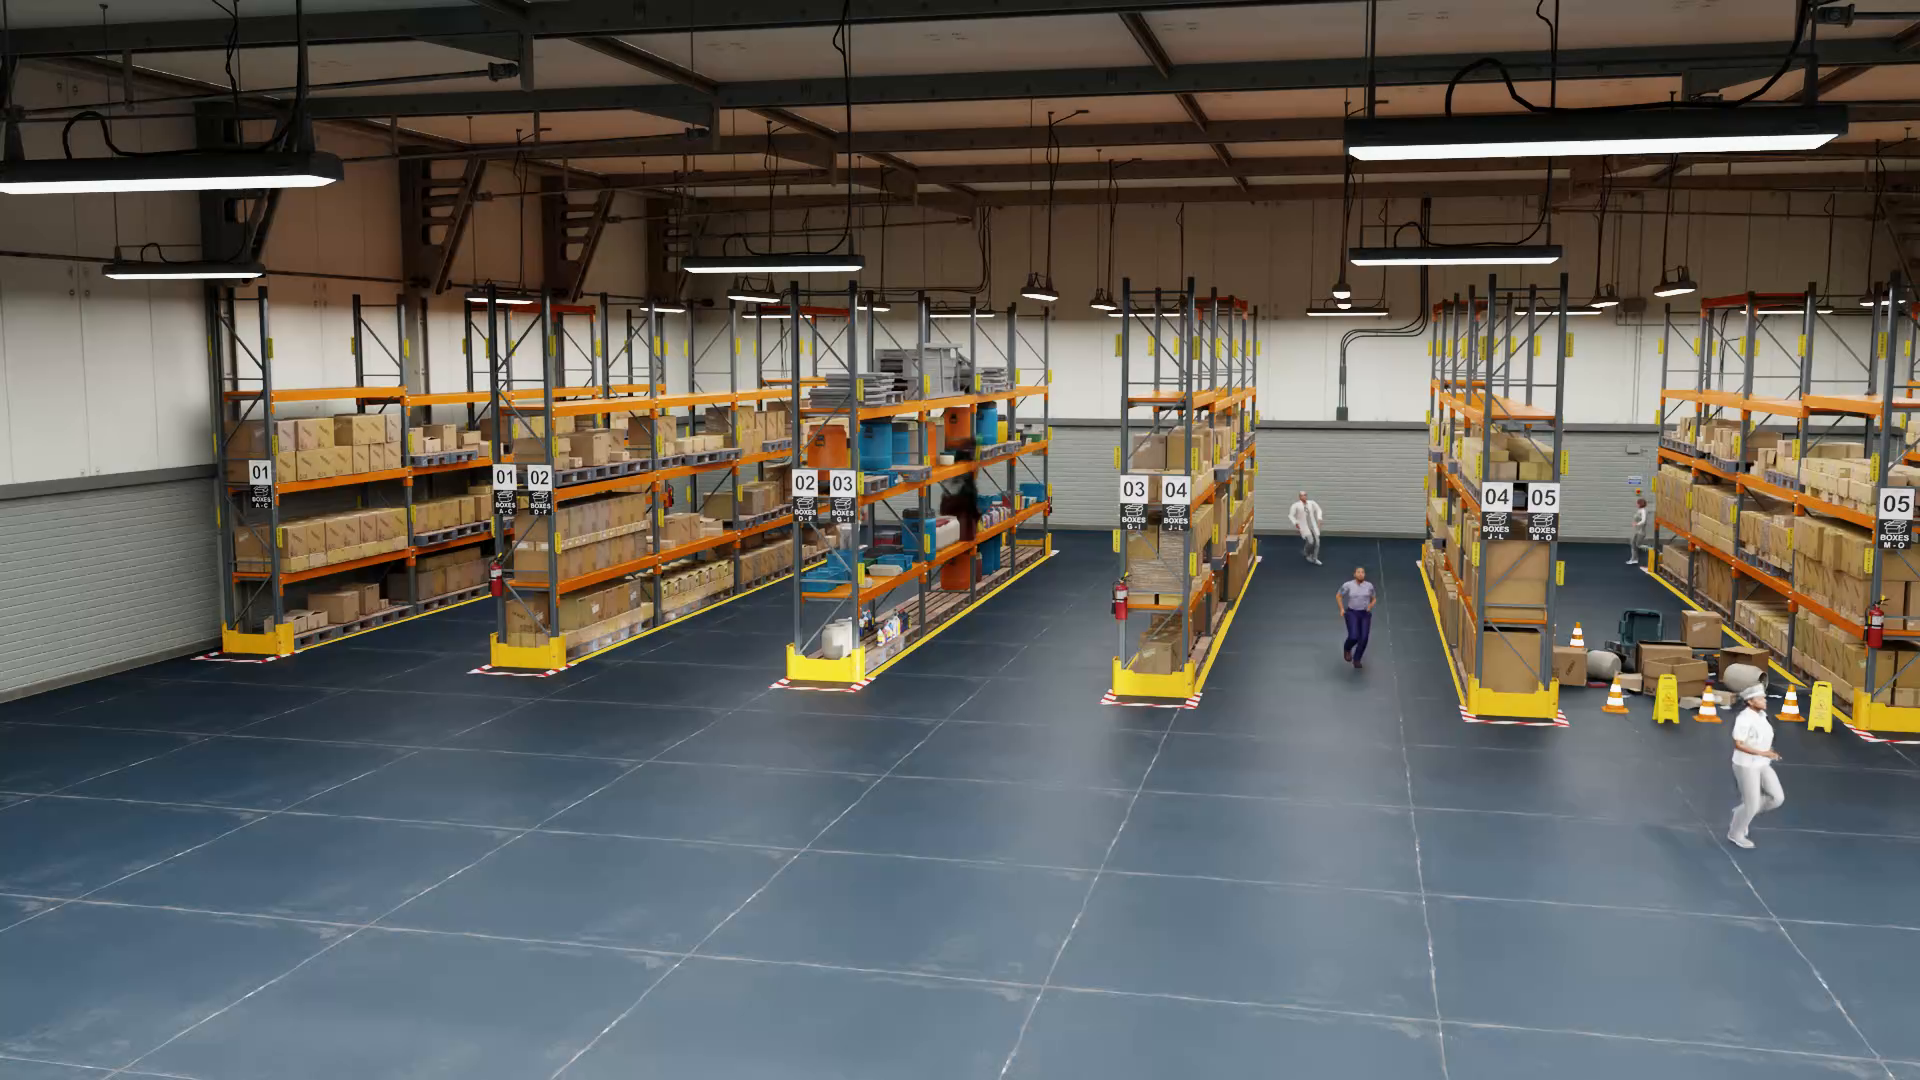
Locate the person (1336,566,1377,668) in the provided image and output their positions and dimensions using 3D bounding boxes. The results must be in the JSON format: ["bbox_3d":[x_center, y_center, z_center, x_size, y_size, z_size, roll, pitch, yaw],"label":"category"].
[{"bbox_3d":[6.254,1.255,26.127,0.595,1.526,0.536,0,7,-1],"label":"person"}]

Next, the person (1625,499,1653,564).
[{"bbox_3d":[15.873,-0.187,38.632,0.702,1.565,0.582,2,7,20],"label":"person"}]

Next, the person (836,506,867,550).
[{"bbox_3d":[-2.354,-0.229,35.700,0.675,1.723,0.716,1,7,10],"label":"person"}]

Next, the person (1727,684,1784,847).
[{"bbox_3d":[8.005,2.263,16.693,0.624,1.671,0.537,-5,8,-36],"label":"person"}]

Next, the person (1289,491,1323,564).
[{"bbox_3d":[8.100,-0.279,38.777,0.756,1.727,0.520,-2,7,-13],"label":"person"}]
